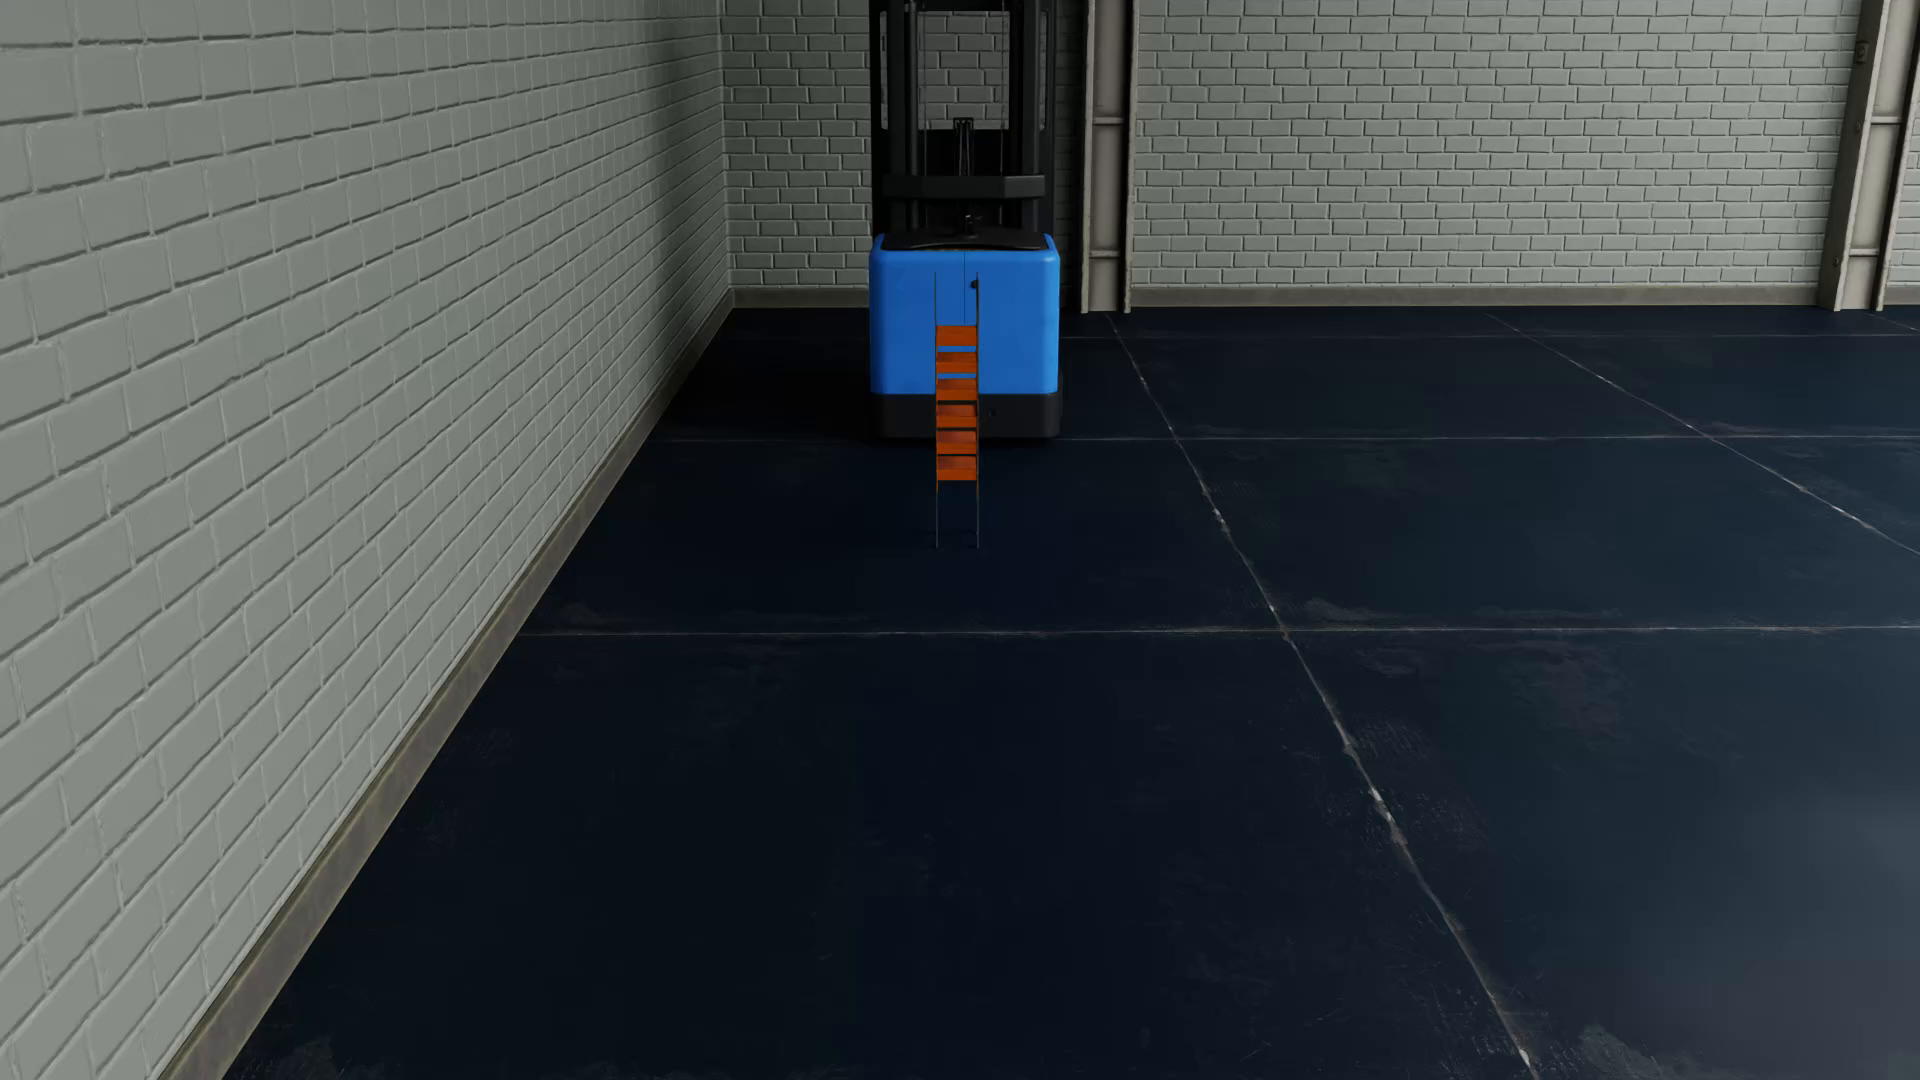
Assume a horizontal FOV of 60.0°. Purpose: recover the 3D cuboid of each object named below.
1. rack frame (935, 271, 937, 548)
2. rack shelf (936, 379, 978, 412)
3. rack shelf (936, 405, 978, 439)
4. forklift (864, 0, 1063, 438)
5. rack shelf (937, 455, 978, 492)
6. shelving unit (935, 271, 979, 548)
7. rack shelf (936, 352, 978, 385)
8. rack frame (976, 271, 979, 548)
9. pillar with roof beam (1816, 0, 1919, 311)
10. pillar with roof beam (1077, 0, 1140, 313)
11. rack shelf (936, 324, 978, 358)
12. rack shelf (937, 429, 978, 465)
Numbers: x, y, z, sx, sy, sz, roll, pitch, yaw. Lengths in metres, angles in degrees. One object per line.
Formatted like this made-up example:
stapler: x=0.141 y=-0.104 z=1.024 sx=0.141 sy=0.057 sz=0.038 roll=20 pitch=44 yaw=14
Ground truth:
rack frame: x=-0.106 y=-0.571 z=7.363 sx=0.006 sy=1.200 sz=0.240 roll=0 pitch=18 yaw=-1
rack shelf: x=-0.014 y=-0.643 z=7.341 sx=0.180 sy=0.103 sz=0.258 roll=0 pitch=18 yaw=-1
rack shelf: x=-0.014 y=-0.529 z=7.378 sx=0.180 sy=0.103 sz=0.258 roll=0 pitch=18 yaw=-1
forklift: x=0.018 y=-2.344 z=10.057 sx=1.130 sy=2.935 sz=3.031 roll=0 pitch=18 yaw=0
rack shelf: x=-0.014 y=-0.300 z=7.451 sx=0.180 sy=0.103 sz=0.258 roll=0 pitch=18 yaw=-1
shelving unit: x=-0.014 y=-0.571 z=7.364 sx=0.189 sy=1.200 sz=0.258 roll=0 pitch=18 yaw=-1
rack shelf: x=-0.014 y=-0.757 z=7.304 sx=0.180 sy=0.103 sz=0.258 roll=0 pitch=18 yaw=-1
rack frame: x=0.077 y=-0.572 z=7.365 sx=0.006 sy=1.200 sz=0.240 roll=0 pitch=18 yaw=-1
pillar with roof beam: x=7.214 y=-4.842 z=7.909 sx=0.400 sy=9.000 sz=9.100 roll=0 pitch=18 yaw=-1
pillar with roof beam: x=1.215 y=-4.813 z=7.818 sx=0.400 sy=9.000 sz=9.100 roll=0 pitch=18 yaw=-1
rack shelf: x=-0.014 y=-0.872 z=7.268 sx=0.180 sy=0.103 sz=0.258 roll=0 pitch=18 yaw=-1
rack shelf: x=-0.014 y=-0.415 z=7.414 sx=0.180 sy=0.103 sz=0.258 roll=0 pitch=18 yaw=-1
